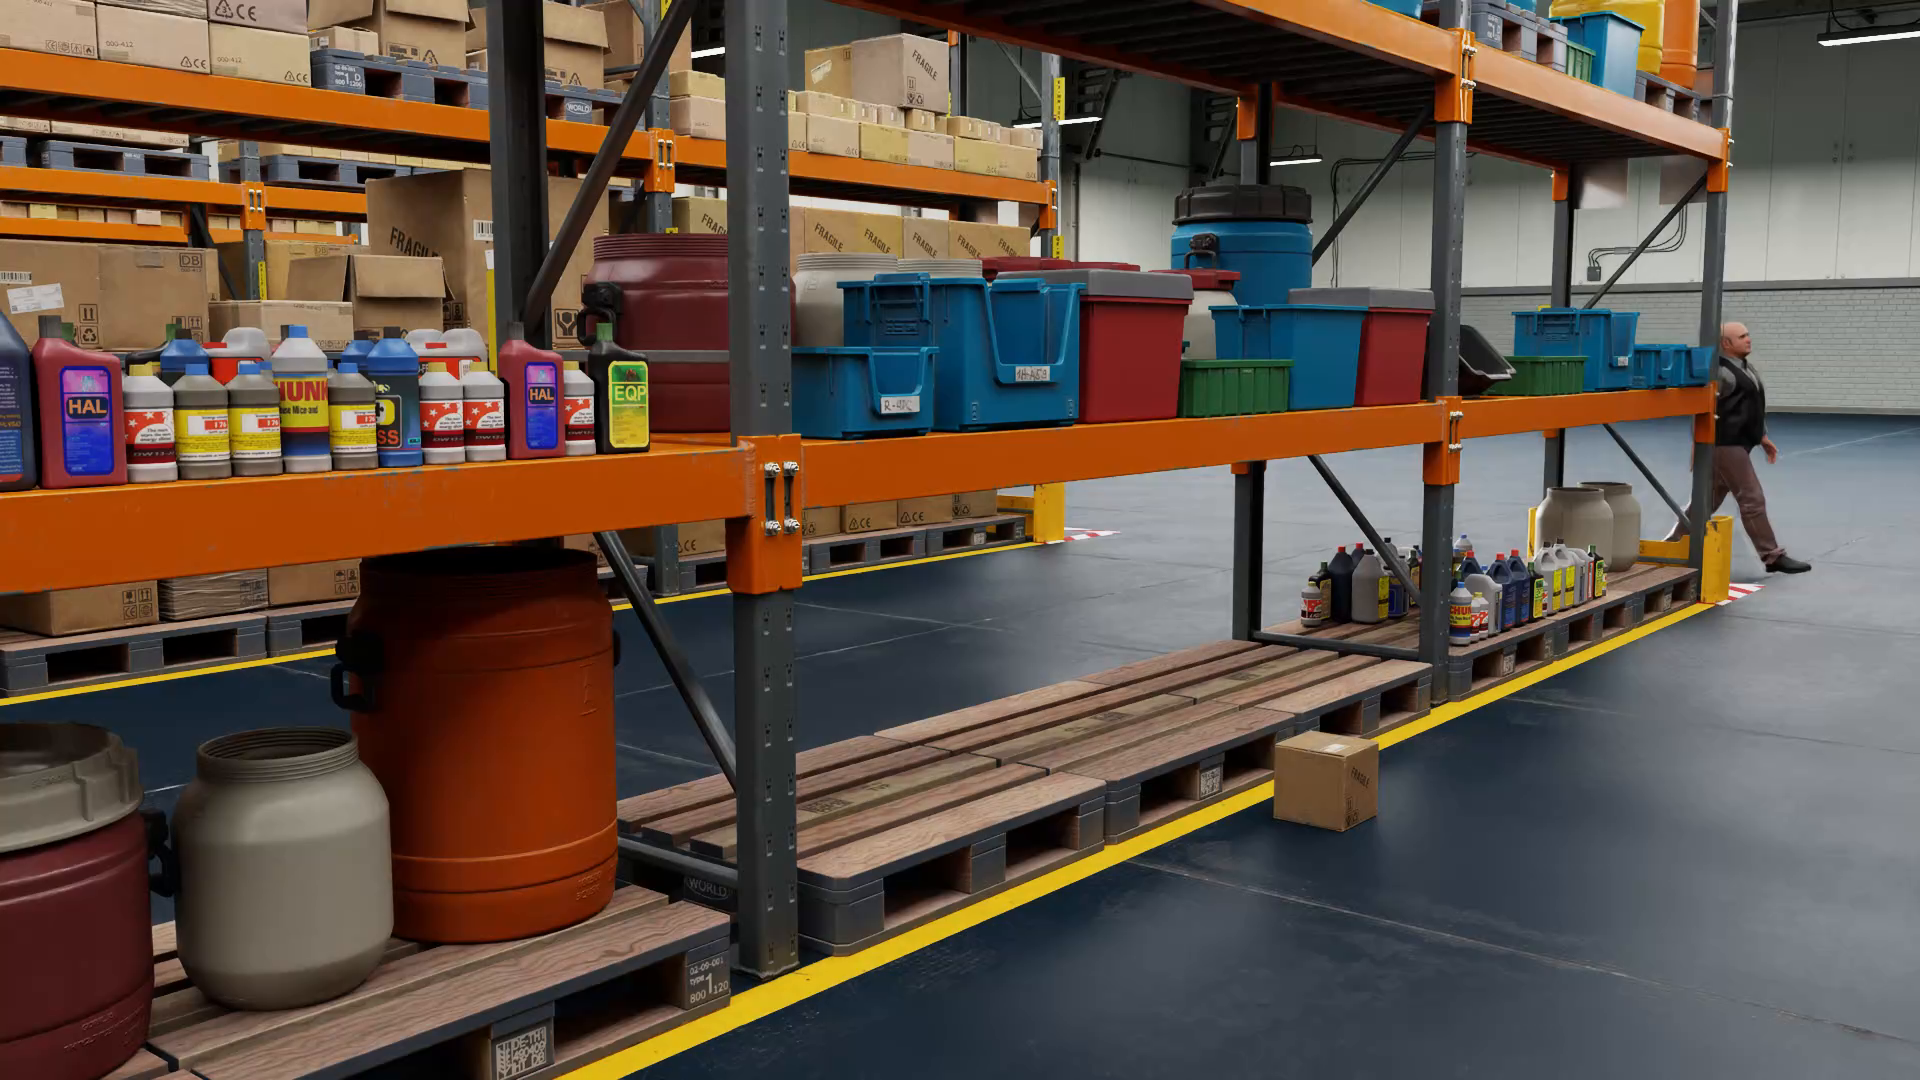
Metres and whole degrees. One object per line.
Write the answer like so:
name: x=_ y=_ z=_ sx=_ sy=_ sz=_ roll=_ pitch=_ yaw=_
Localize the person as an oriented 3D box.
person: x=5.286 y=-0.635 z=11.243 sx=0.995 sy=1.669 sz=0.581 roll=6 pitch=9 yaw=42
